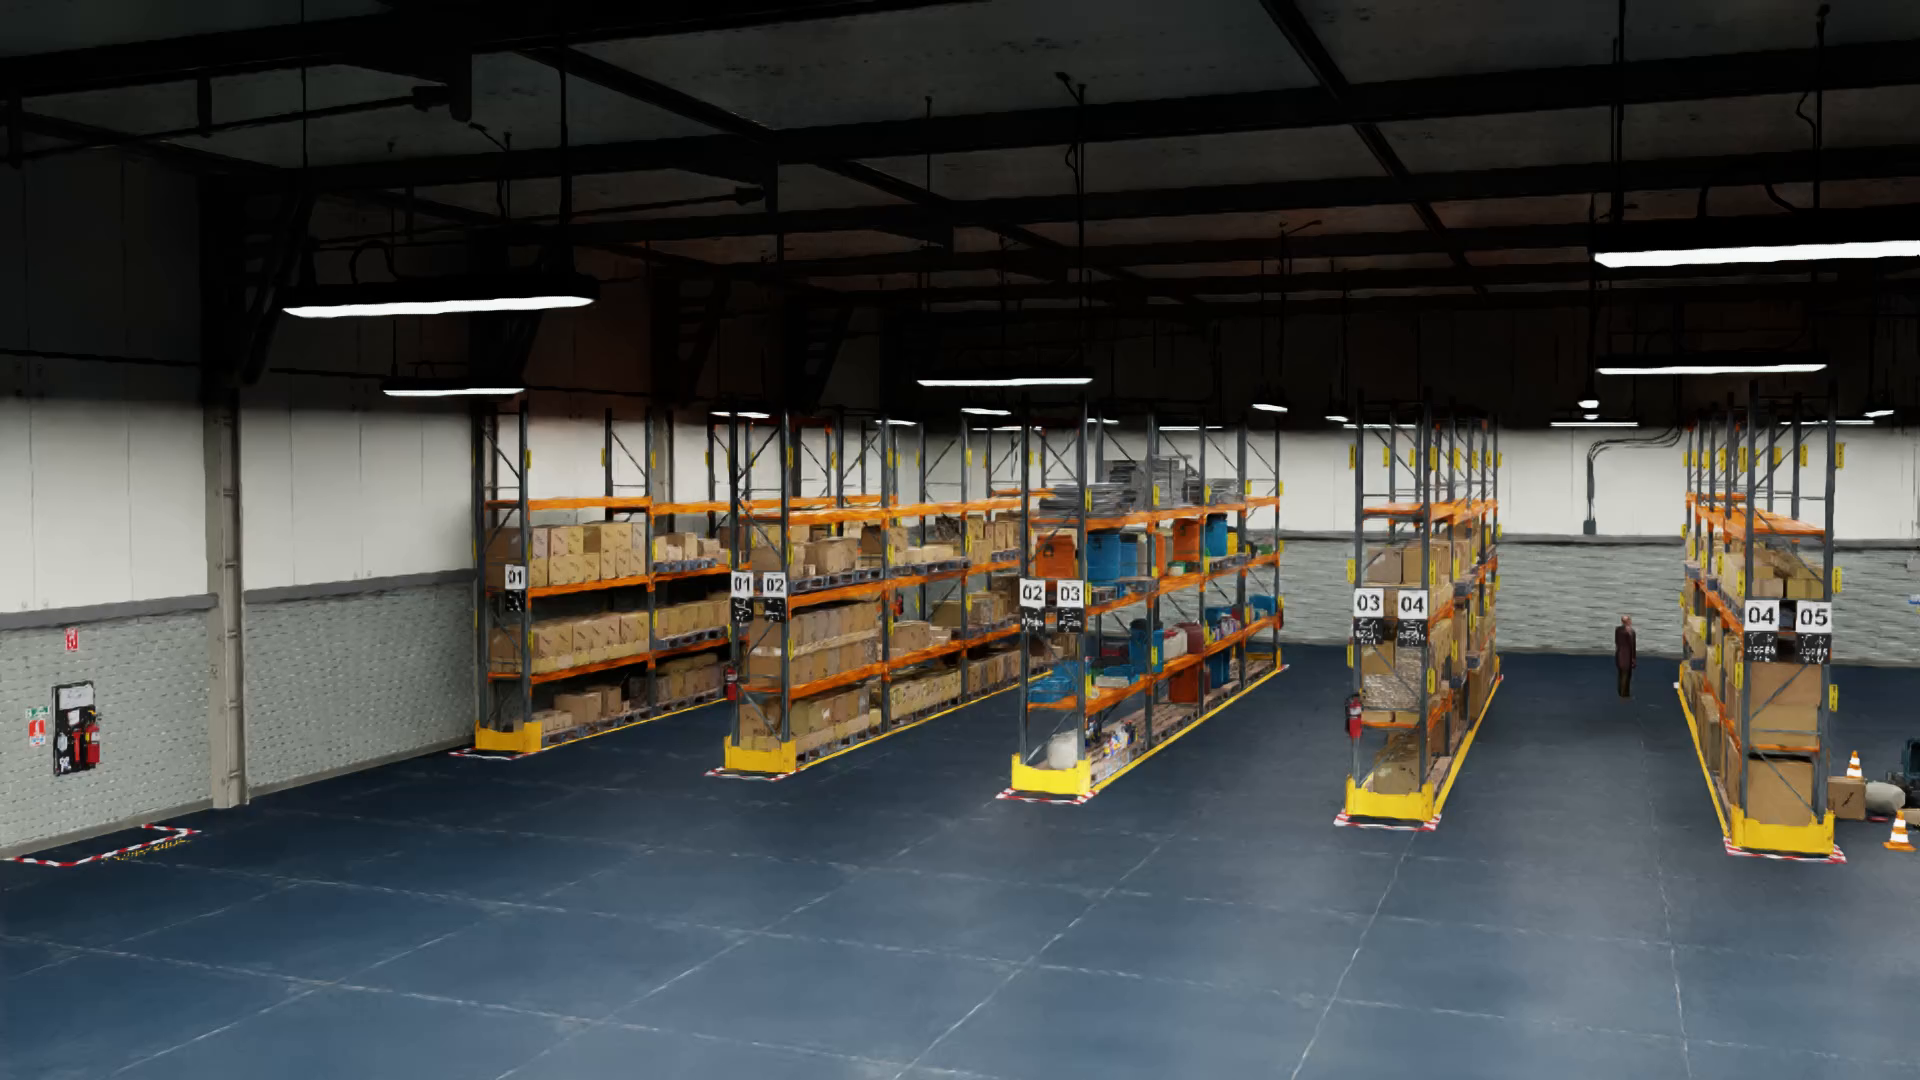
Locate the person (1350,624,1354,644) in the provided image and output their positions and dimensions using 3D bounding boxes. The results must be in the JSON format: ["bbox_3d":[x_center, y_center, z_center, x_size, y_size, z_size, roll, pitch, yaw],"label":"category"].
[{"bbox_3d":[8.839,2.372,36.484,0.577,1.691,1.121,1,3,24],"label":"person"}]

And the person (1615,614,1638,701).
[{"bbox_3d":[13.844,2.418,34.481,0.514,1.785,0.638,0,3,-10],"label":"person"}]

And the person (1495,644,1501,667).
[{"bbox_3d":[12.615,2.233,40.056,0.536,1.635,0.929,0,3,-5],"label":"person"}]
